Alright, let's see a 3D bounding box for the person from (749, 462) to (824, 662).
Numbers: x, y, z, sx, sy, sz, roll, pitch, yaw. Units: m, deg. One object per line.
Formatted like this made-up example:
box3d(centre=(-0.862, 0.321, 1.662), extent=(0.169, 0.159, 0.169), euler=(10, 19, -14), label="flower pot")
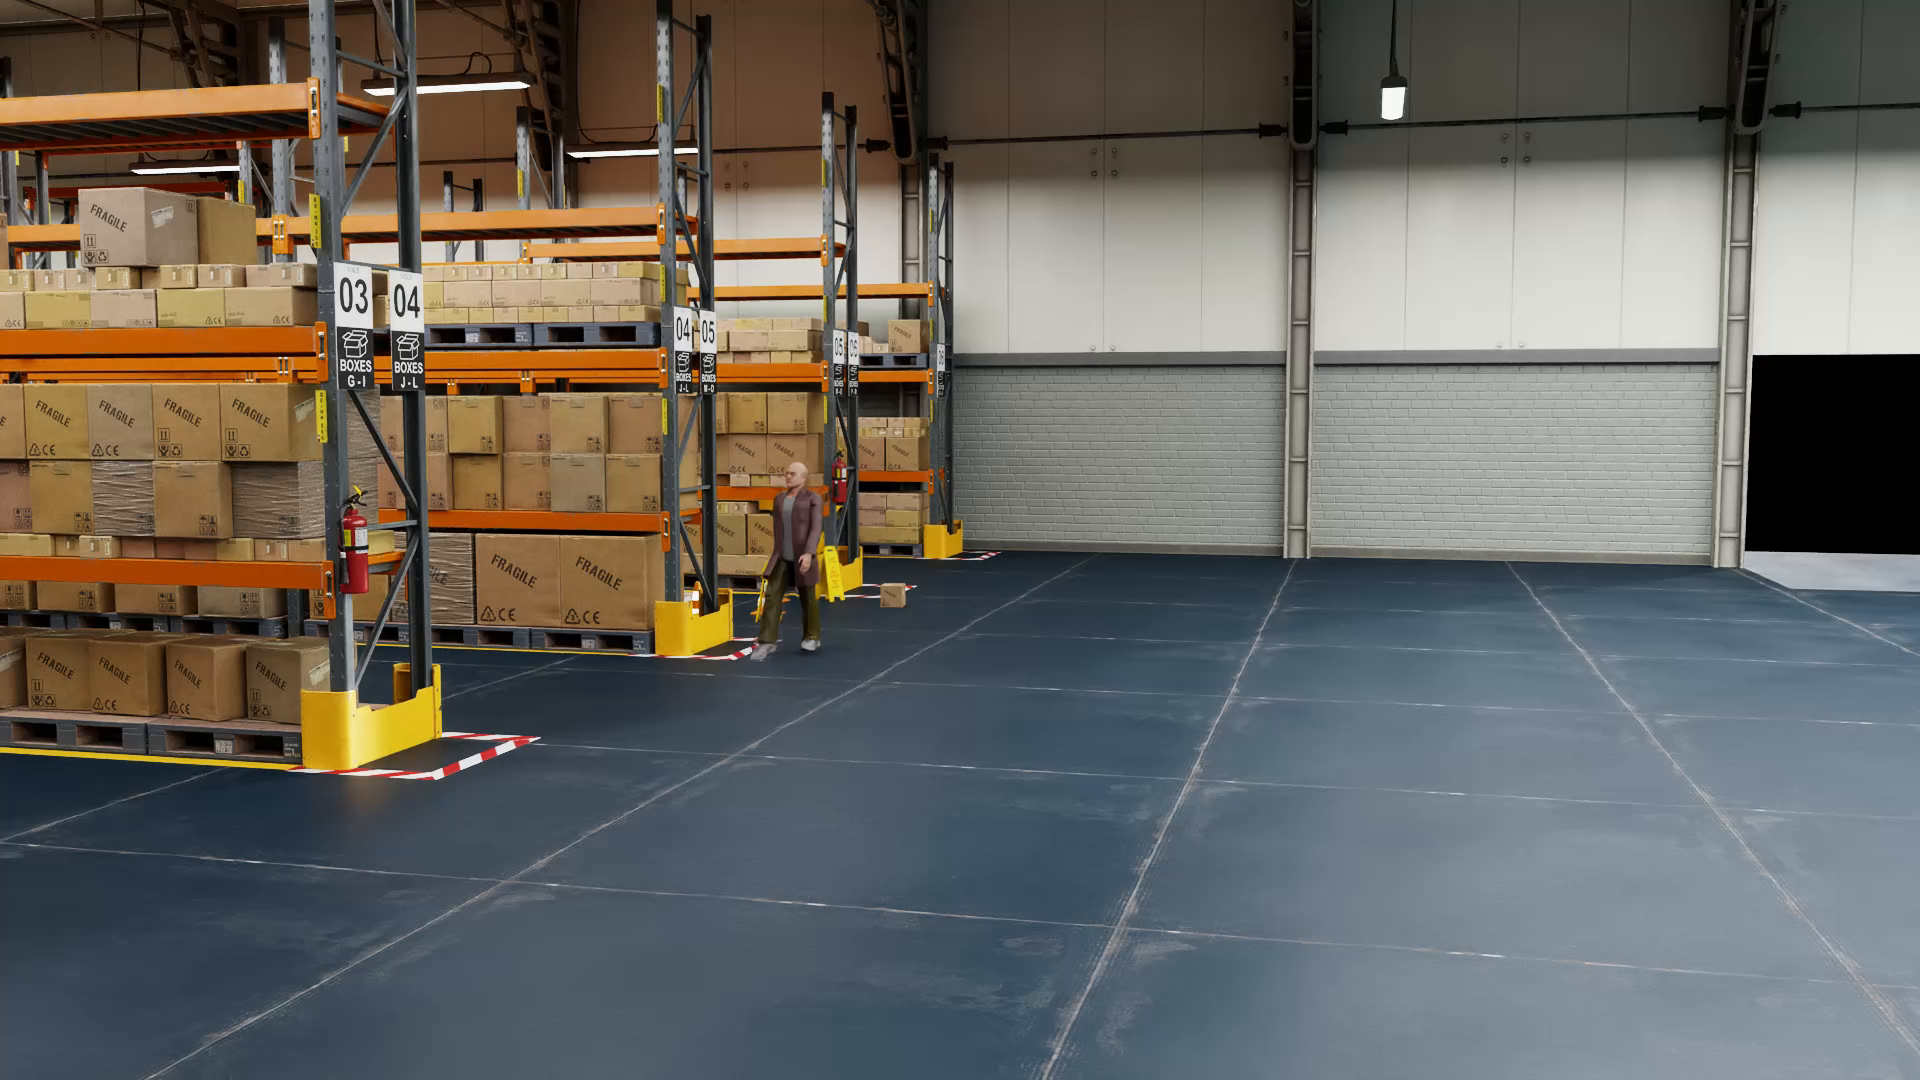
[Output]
box3d(centre=(-1.550, 0.183, 15.181), extent=(0.577, 1.777, 0.917), euler=(2, 5, 23), label="person")
